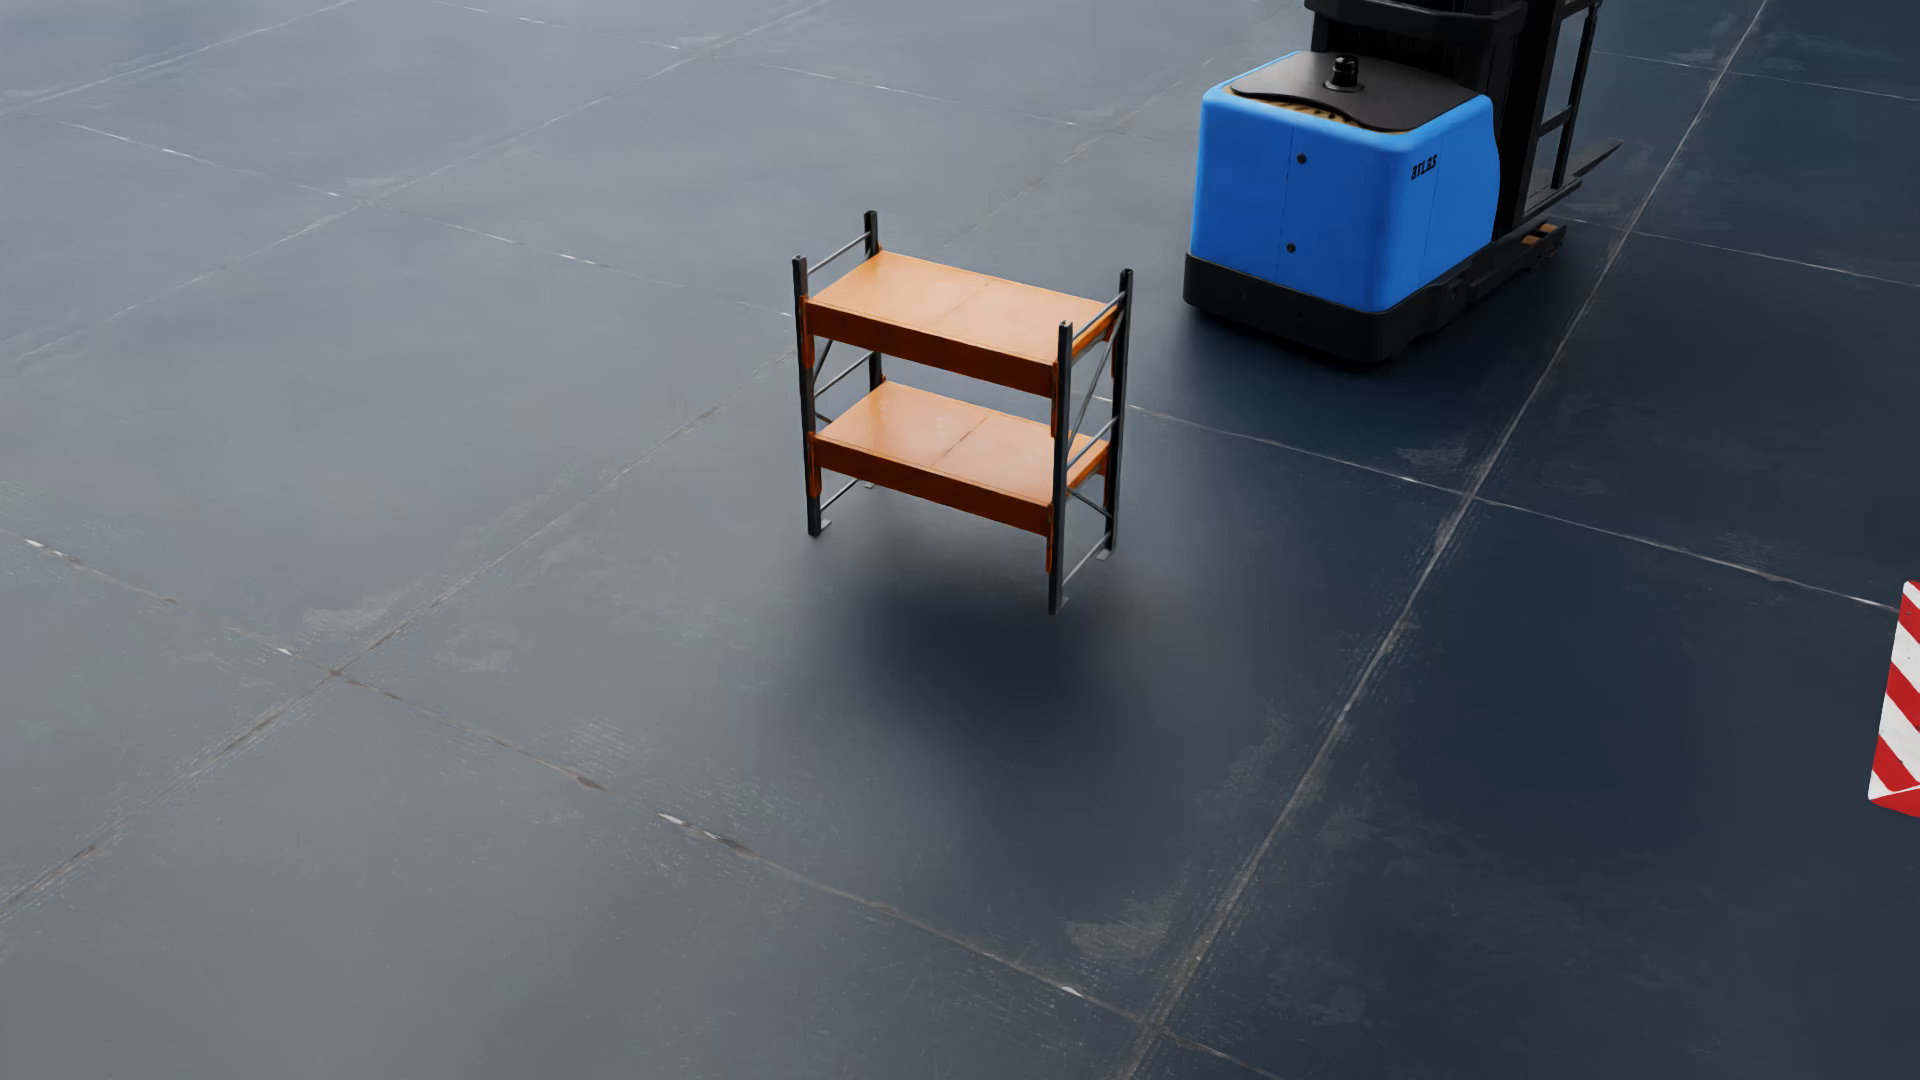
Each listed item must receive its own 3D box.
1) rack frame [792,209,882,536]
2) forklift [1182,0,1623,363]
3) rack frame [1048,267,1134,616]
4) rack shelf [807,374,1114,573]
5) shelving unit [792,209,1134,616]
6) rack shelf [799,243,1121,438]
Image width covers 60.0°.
[{"bbox_3d":[-0.435,-0.606,6.145,0.032,1.125,0.500,18,37,24],"label":"rack frame"},{"bbox_3d":[2.399,-2.730,7.706,1.130,2.935,3.031,26,42,33],"label":"forklift"},{"bbox_3d":[0.447,-0.327,5.725,0.032,1.125,0.500,18,37,24],"label":"rack frame"},{"bbox_3d":[0.006,-0.263,6.071,1.000,0.278,0.538,18,37,24],"label":"rack shelf"},{"bbox_3d":[0.006,-0.466,5.935,1.048,1.125,0.538,18,37,24],"label":"shelving unit"},{"bbox_3d":[0.006,-0.710,5.773,1.000,0.278,0.538,18,37,24],"label":"rack shelf"}]
